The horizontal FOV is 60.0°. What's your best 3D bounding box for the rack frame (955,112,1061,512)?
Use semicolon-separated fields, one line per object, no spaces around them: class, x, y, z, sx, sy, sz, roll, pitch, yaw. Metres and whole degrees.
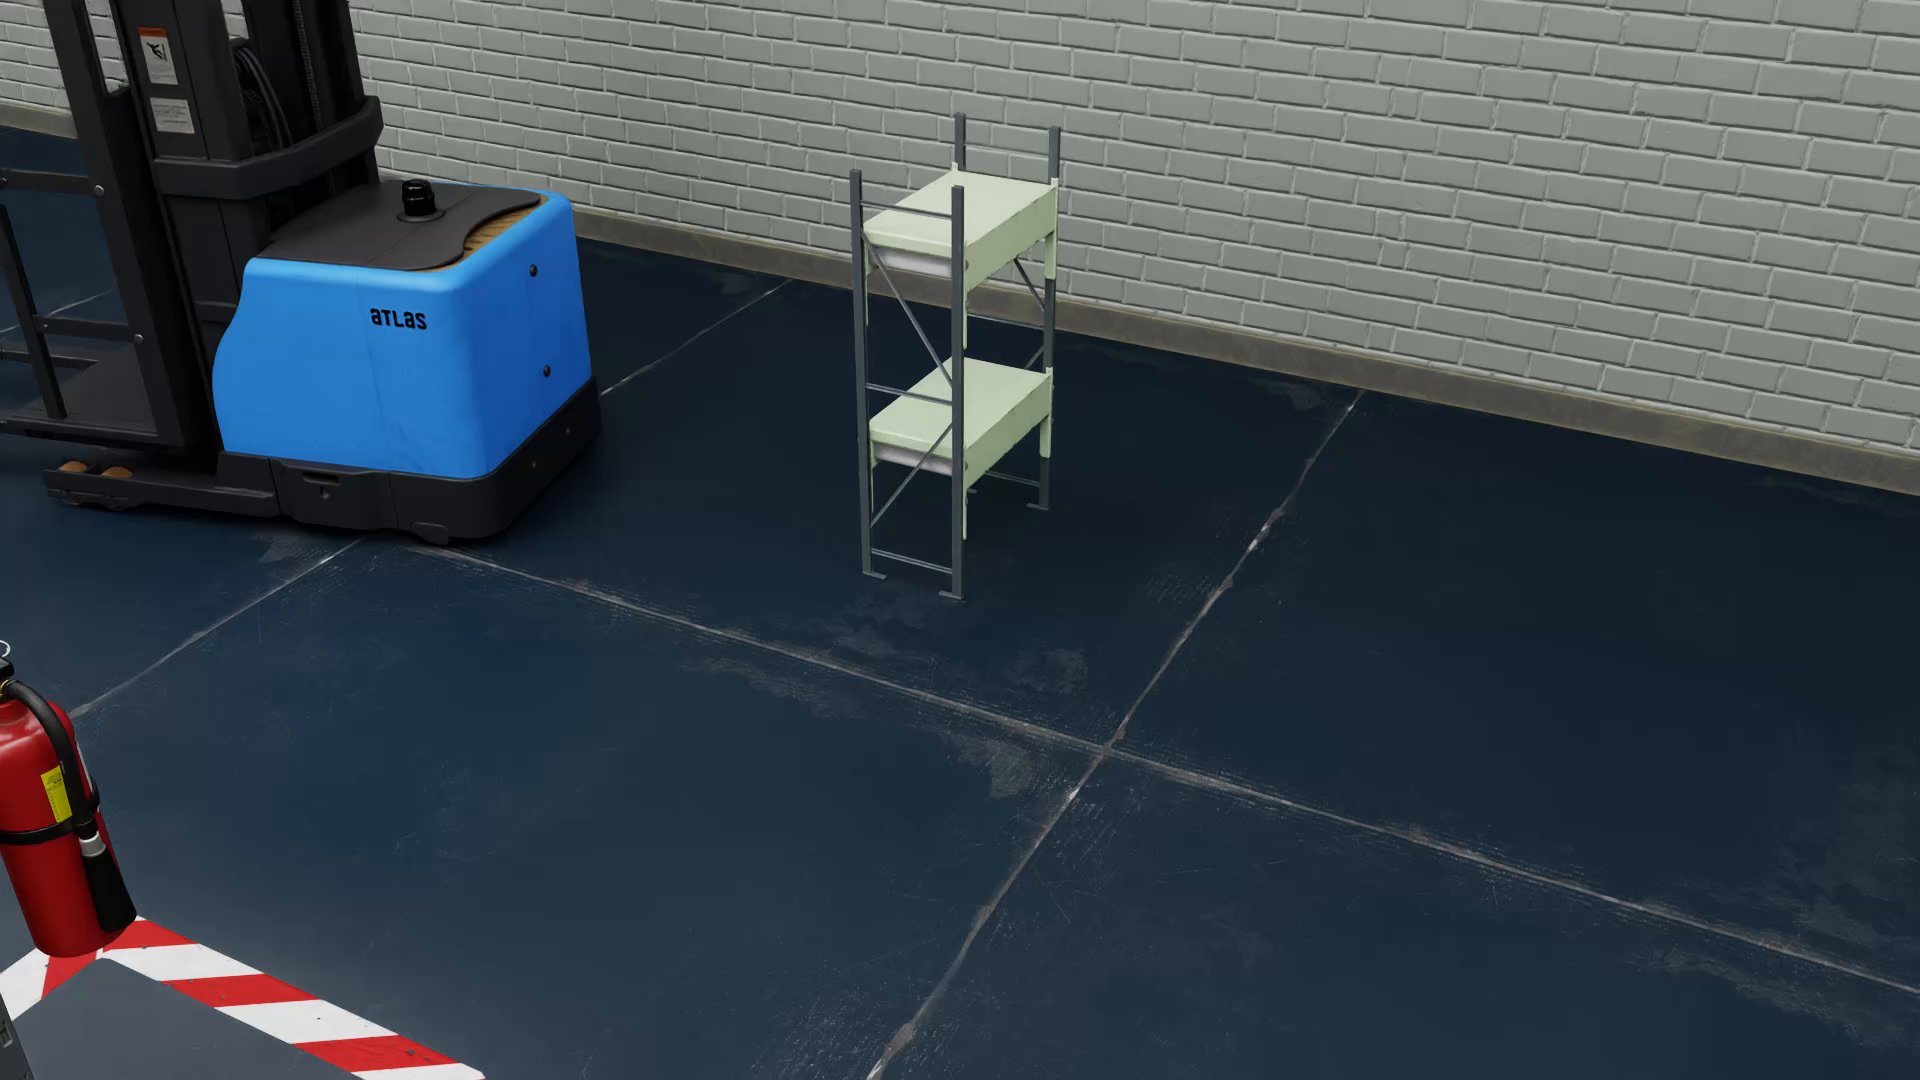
rack frame;0.164;-0.810;6.154;0.400;1.500;0.023;14;33;23

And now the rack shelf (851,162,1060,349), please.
rack shelf;-0.003;-0.986;5.677;0.431;0.370;0.720;14;33;23

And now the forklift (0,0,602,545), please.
forklift;-3.062;-1.632;6.149;3.031;2.935;1.130;7;31;12

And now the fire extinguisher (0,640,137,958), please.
fire extinguisher;-1.635;0.432;2.938;0.296;0.674;0.183;14;33;23

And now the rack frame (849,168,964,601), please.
rack frame;-0.170;-0.485;5.589;0.400;1.500;0.023;14;33;23

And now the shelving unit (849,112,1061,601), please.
shelving unit;-0.003;-0.647;5.871;0.431;1.500;0.755;14;33;23

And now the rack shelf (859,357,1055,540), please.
rack shelf;-0.003;-0.365;6.034;0.431;0.370;0.720;14;33;23
